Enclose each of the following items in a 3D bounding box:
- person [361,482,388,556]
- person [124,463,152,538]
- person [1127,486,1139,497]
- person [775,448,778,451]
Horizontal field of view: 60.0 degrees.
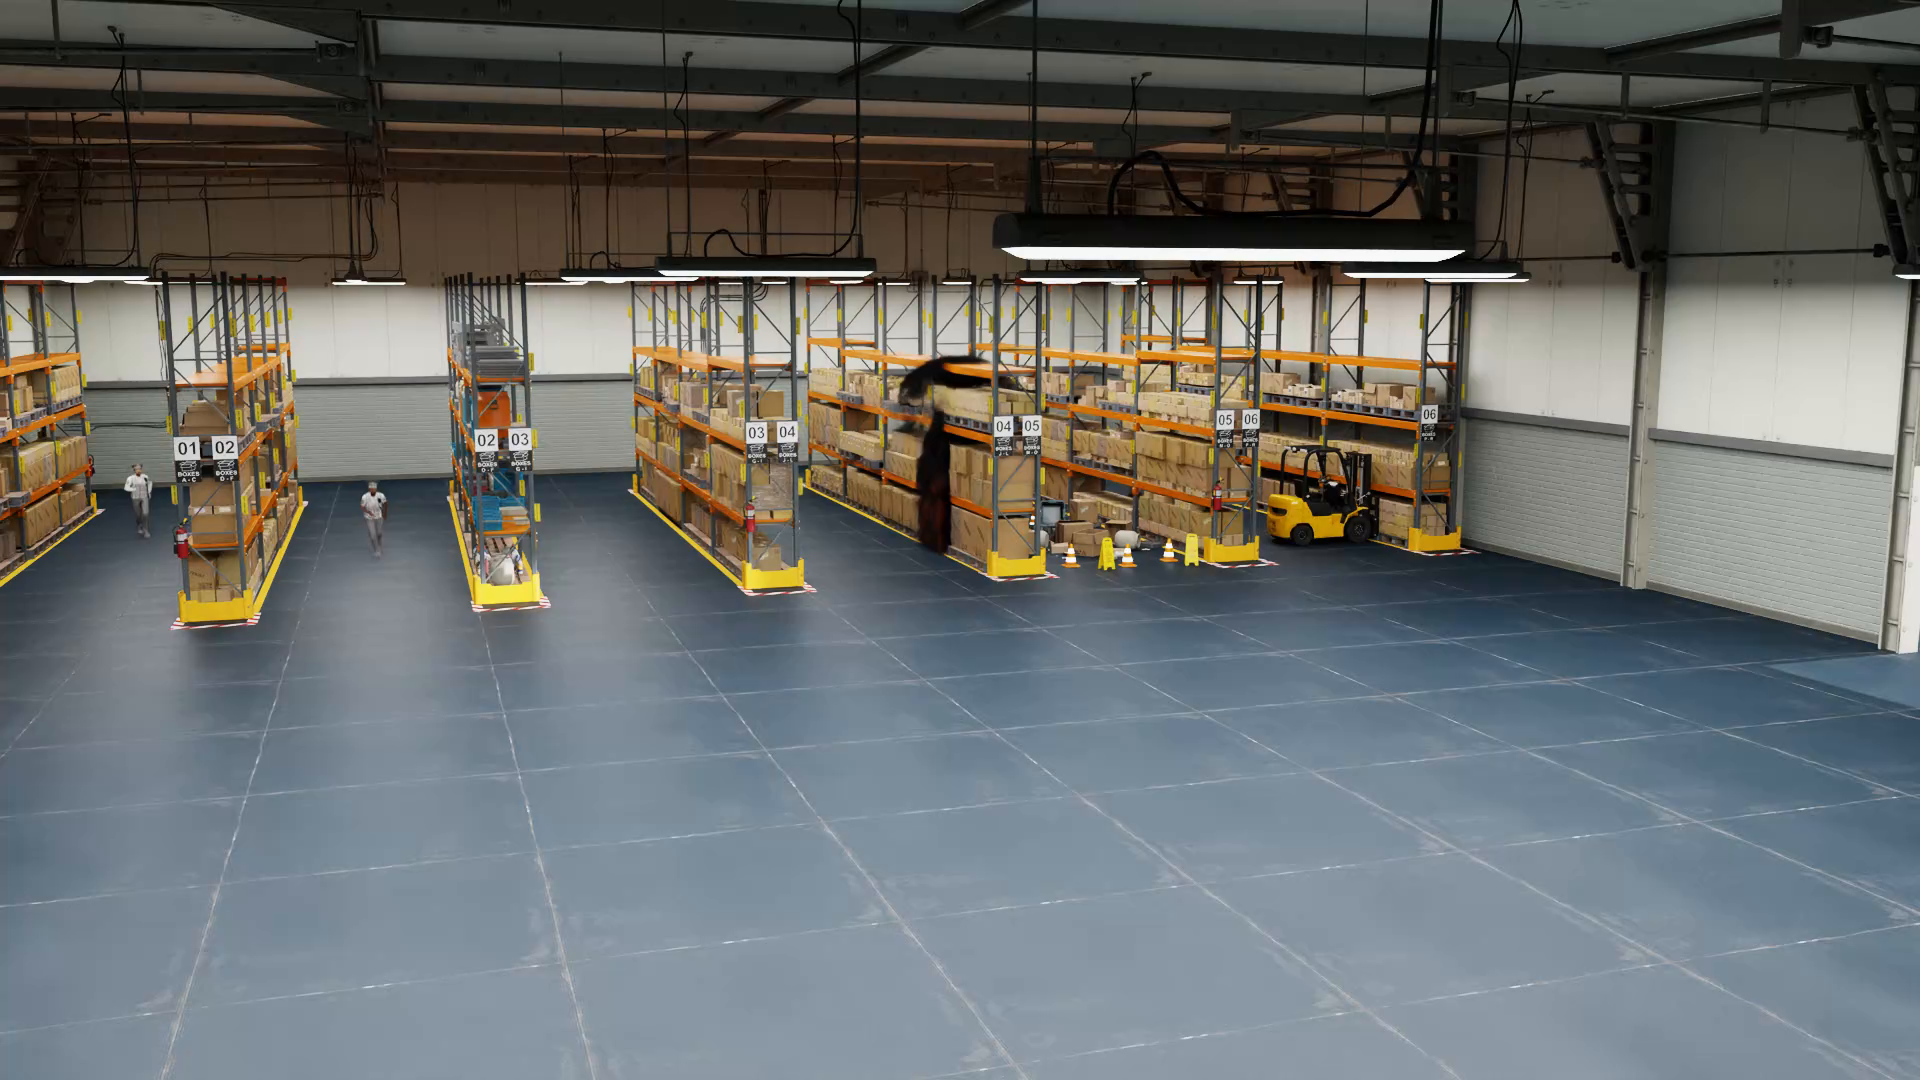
[{"bbox_3d":[-12.618,-0.463,35.860,0.554,1.625,0.696,-3,9,-17],"label":"person"},{"bbox_3d":[-19.059,-0.927,38.625,0.596,1.739,0.747,-5,10,-28],"label":"person"},{"bbox_3d":[4.546,-1.928,43.429,0.662,1.703,0.803,-3,9,-19],"label":"person"},{"bbox_3d":[-5.241,-2.485,48.832,0.749,1.725,0.922,6,11,37],"label":"person"}]
